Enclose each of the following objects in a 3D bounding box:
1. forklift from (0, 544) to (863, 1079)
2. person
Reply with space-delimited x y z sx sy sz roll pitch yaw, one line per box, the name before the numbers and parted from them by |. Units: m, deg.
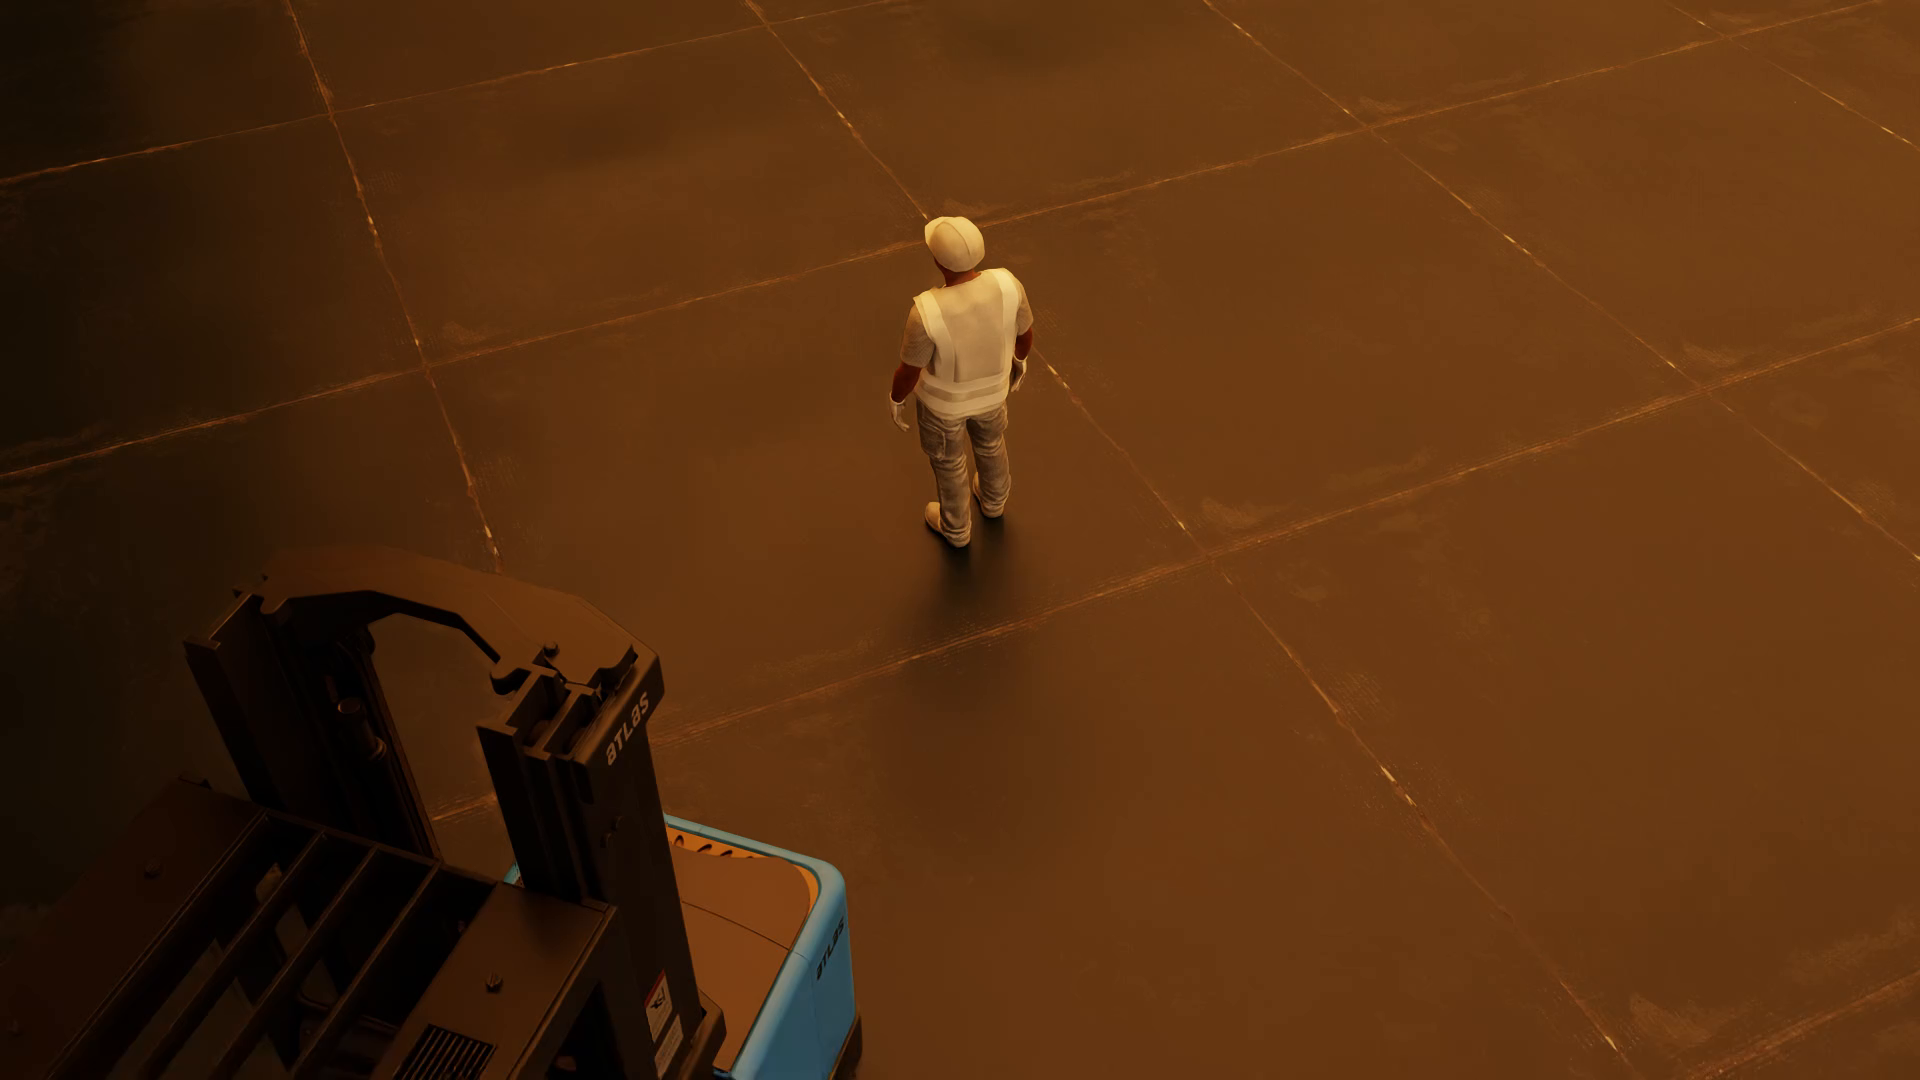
forklift | -1.308 1.571 3.997 1.130 2.935 3.031 13 45 14
person | -0.022 -0.704 7.265 0.656 1.782 0.577 -18 46 -18
